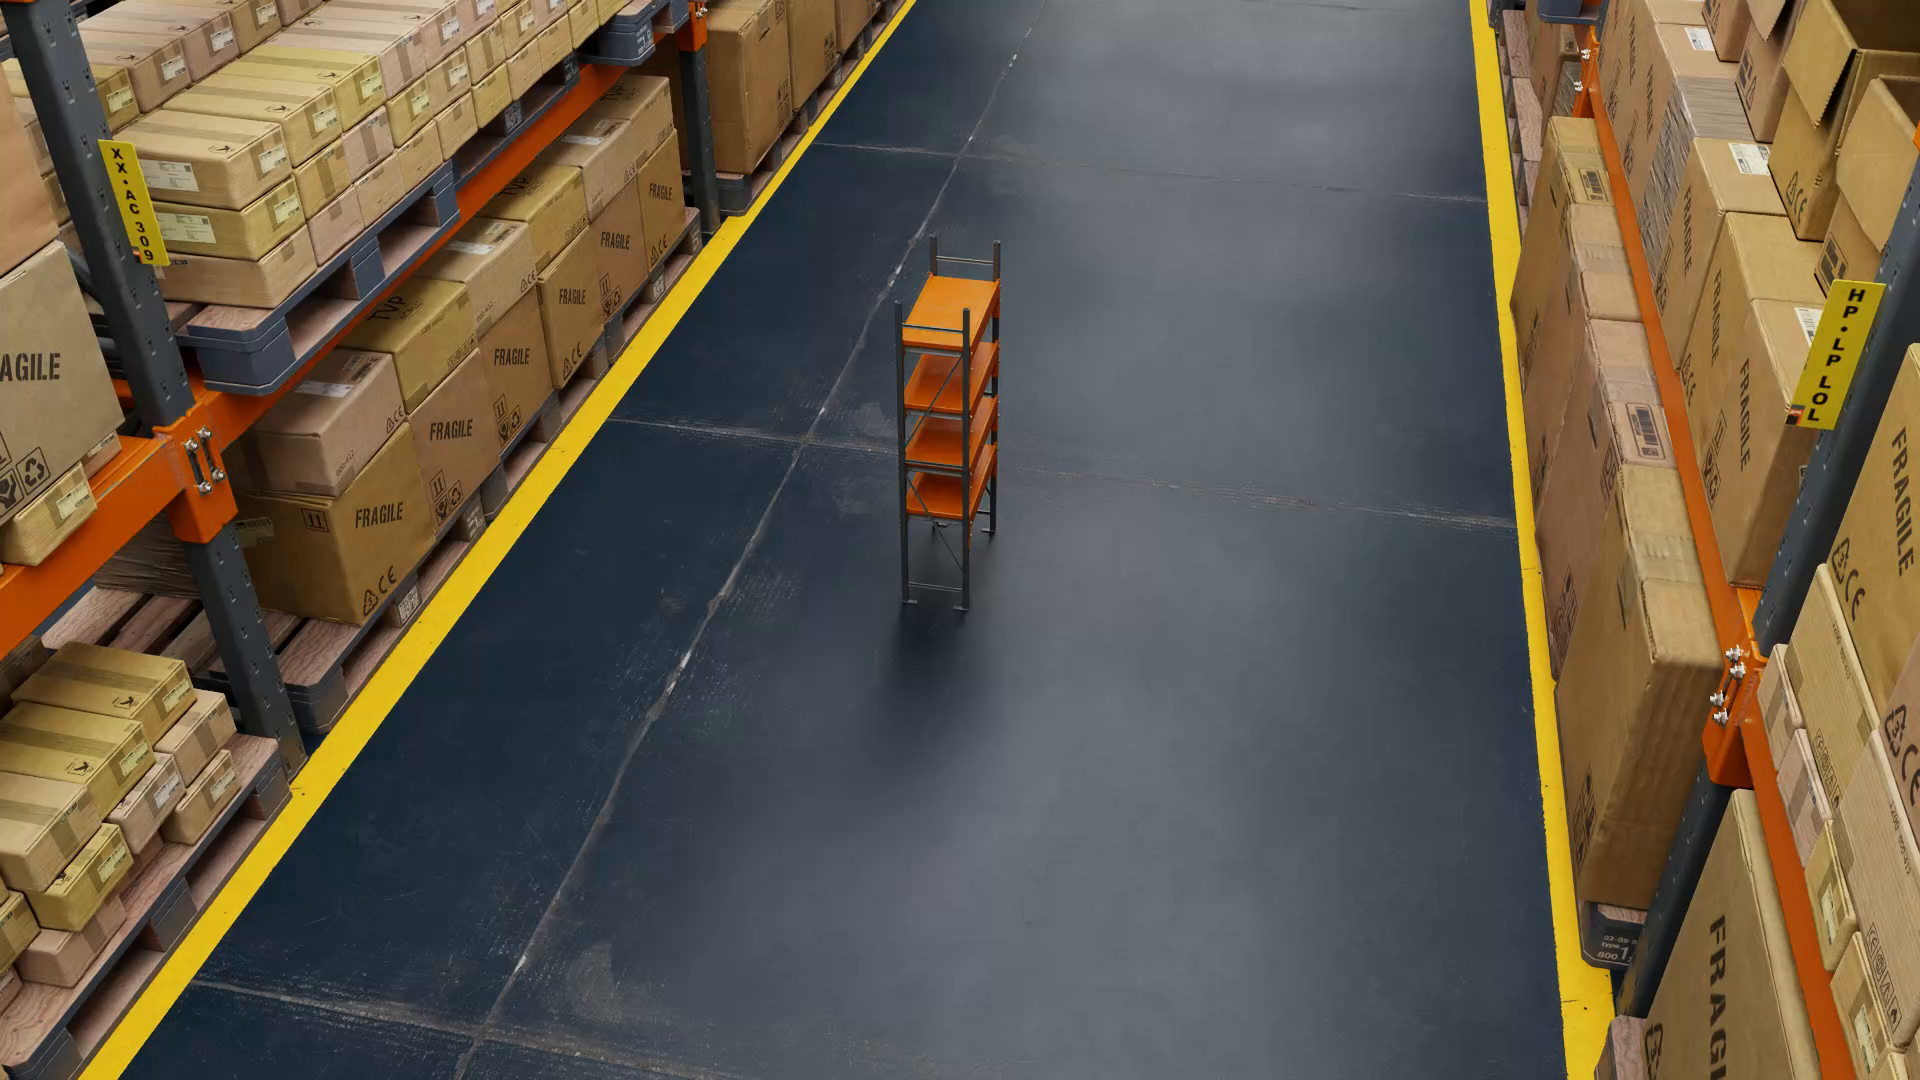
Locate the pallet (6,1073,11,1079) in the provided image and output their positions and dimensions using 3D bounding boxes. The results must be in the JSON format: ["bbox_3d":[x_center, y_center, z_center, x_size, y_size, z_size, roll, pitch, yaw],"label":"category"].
[{"bbox_3d":[-2.936,1.679,3.754,1.003,0.211,1.213,7,37,10],"label":"pallet"}]

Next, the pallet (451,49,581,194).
[{"bbox_3d":[-2.097,-1.617,6.088,1.003,0.211,1.213,7,37,10],"label":"pallet"}]

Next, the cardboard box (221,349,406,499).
[{"bbox_3d":[-2.153,-0.393,5.370,0.500,0.250,0.500,6,36,8],"label":"cardboard box"}]

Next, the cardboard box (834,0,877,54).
[{"bbox_3d":[-1.115,-3.467,10.037,1.050,0.750,0.750,7,37,10],"label":"cardboard box"}]

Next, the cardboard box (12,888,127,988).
[{"bbox_3d":[-2.450,1.009,4.374,0.380,0.149,0.250,6,36,8],"label":"cardboard box"}]

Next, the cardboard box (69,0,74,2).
[{"bbox_3d":[-6.124,-3.684,10.658,0.950,0.372,0.625,8,37,12],"label":"cardboard box"}]

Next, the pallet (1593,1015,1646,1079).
[{"bbox_3d":[2.016,1.694,3.733,1.003,0.211,1.213,7,37,10],"label":"pallet"}]

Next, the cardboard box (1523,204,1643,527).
[{"bbox_3d":[2.744,-0.561,5.921,1.225,0.875,0.875,7,37,10],"label":"cardboard box"}]

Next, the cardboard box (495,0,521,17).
[{"bbox_3d":[-1.706,-1.915,5.685,0.380,0.149,0.250,8,37,11],"label":"cardboard box"}]

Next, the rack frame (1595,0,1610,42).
[{"bbox_3d":[3.109,-2.155,6.667,1.000,3.000,0.127,7,37,10],"label":"rack frame"}]

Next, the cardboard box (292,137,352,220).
[{"bbox_3d":[-1.982,-1.047,4.741,0.380,0.149,0.250,7,36,9],"label":"cardboard box"}]

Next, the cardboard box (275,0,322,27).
[{"bbox_3d":[-2.395,-1.852,5.599,0.380,0.149,0.250,6,36,8],"label":"cardboard box"}]

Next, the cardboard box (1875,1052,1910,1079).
[{"bbox_3d":[1.646,0.968,2.573,0.380,0.149,0.250,7,36,9],"label":"cardboard box"}]

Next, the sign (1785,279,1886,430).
[{"bbox_3d":[1.723,-0.361,3.272,0.100,0.325,0.005,7,37,10],"label":"sign"}]

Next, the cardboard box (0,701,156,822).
[{"bbox_3d":[-2.407,0.590,4.444,0.380,0.149,0.250,8,37,11],"label":"cardboard box"}]

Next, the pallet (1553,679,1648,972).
[{"bbox_3d":[2.346,0.816,4.945,1.003,0.211,1.213,7,37,10],"label":"pallet"}]

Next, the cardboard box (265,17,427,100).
[{"bbox_3d":[-1.869,-1.469,5.070,0.380,0.149,0.250,7,36,9],"label":"cardboard box"}]

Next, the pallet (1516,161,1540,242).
[{"bbox_3d":[3.278,-1.473,8.103,1.003,0.211,1.213,7,37,10],"label":"pallet"}]

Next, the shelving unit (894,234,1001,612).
[{"bbox_3d":[-0.035,-0.391,5.767,0.258,1.200,0.503,7,37,10],"label":"shelving unit"}]

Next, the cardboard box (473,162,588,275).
[{"bbox_3d":[-1.826,-1.291,6.608,0.500,0.250,0.500,8,37,11],"label":"cardboard box"}]

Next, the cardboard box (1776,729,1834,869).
[{"bbox_3d":[1.811,0.519,3.192,0.380,0.149,0.250,6,36,8],"label":"cardboard box"}]

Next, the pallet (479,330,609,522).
[{"bbox_3d":[-2.146,-0.560,6.843,1.003,0.211,1.213,7,37,10],"label":"pallet"}]

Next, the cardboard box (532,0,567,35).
[{"bbox_3d":[-1.649,-1.943,5.978,0.380,0.149,0.250,8,37,11],"label":"cardboard box"}]

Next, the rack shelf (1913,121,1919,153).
[{"bbox_3d":[2.682,-1.931,4.416,1.077,0.370,4.000,7,37,10],"label":"rack shelf"}]

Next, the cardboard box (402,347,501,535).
[{"bbox_3d":[-2.041,-0.393,6.008,0.500,0.500,0.500,9,37,12],"label":"cardboard box"}]

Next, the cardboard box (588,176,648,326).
[{"bbox_3d":[-1.714,-1.285,7.239,0.500,0.500,0.500,9,37,12],"label":"cardboard box"}]

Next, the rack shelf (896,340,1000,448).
[{"bbox_3d":[-0.035,-0.518,5.675,0.258,0.148,0.480,7,37,10],"label":"rack shelf"}]

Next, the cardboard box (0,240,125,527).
[{"bbox_3d":[-2.396,-0.389,3.892,0.500,0.500,0.500,7,37,10],"label":"cardboard box"}]

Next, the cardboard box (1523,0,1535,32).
[{"bbox_3d":[3.812,-3.265,9.953,0.700,0.500,0.500,5,36,6],"label":"cardboard box"}]

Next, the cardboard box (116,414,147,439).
[{"bbox_3d":[-2.657,-0.461,5.464,0.500,0.250,0.500,6,36,9],"label":"cardboard box"}]

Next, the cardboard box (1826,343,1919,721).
[{"bbox_3d":[1.903,0.018,2.905,0.500,0.500,0.500,7,37,10],"label":"cardboard box"}]

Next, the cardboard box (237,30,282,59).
[{"bbox_3d":[-2.455,-1.582,5.480,0.380,0.149,0.250,6,36,8],"label":"cardboard box"}]

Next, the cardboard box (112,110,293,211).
[{"bbox_3d":[-2.036,-1.019,4.449,0.380,0.149,0.250,9,37,12],"label":"cardboard box"}]

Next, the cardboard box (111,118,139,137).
[{"bbox_3d":[-2.622,-1.134,4.861,0.380,0.149,0.250,8,37,10],"label":"cardboard box"}]

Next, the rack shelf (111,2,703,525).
[{"bbox_3d":[-2.142,-1.396,6.234,1.077,0.370,4.000,7,37,10],"label":"rack shelf"}]

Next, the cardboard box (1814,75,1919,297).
[{"bbox_3d":[2.383,-0.675,3.686,0.797,0.503,0.637,6,36,9],"label":"cardboard box"}]

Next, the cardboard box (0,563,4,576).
[{"bbox_3d":[-2.465,0.061,3.824,0.380,0.149,0.250,9,37,12],"label":"cardboard box"}]

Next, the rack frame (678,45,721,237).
[{"bbox_3d":[-1.715,-2.834,7.605,1.000,3.000,0.127,7,37,10],"label":"rack frame"}]

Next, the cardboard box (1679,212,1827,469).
[{"bbox_3d":[2.200,-0.487,4.281,0.500,0.500,0.500,8,37,11],"label":"cardboard box"}]

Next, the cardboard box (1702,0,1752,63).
[{"bbox_3d":[2.795,-1.811,5.253,0.797,0.503,0.637,8,37,11],"label":"cardboard box"}]

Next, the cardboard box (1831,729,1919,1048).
[{"bbox_3d":[1.788,0.600,2.741,0.500,0.250,0.500,7,37,10],"label":"cardboard box"}]

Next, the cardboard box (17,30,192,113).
[{"bbox_3d":[-2.560,-1.407,4.984,0.380,0.149,0.250,6,36,8],"label":"cardboard box"}]

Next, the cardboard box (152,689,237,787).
[{"bbox_3d":[-2.326,0.543,4.763,0.380,0.149,0.250,8,37,11],"label":"cardboard box"}]

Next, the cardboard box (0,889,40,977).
[{"bbox_3d":[-2.561,0.987,4.150,0.380,0.149,0.250,8,37,10],"label":"cardboard box"}]

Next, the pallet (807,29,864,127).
[{"bbox_3d":[-1.210,-2.845,9.996,1.003,0.211,1.213,7,37,10],"label":"pallet"}]

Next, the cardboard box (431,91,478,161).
[{"bbox_3d":[-1.816,-1.370,5.440,0.380,0.149,0.250,6,36,8],"label":"cardboard box"}]

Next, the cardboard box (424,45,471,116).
[{"bbox_3d":[-1.817,-1.499,5.365,0.380,0.149,0.250,9,37,12],"label":"cardboard box"}]

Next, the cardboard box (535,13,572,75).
[{"bbox_3d":[-1.650,-1.828,6.072,0.380,0.149,0.250,8,37,11],"label":"cardboard box"}]

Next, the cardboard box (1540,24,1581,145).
[{"bbox_3d":[3.453,-2.353,8.695,0.700,0.500,0.500,10,37,14],"label":"cardboard box"}]

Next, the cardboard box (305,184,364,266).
[{"bbox_3d":[-1.982,-0.937,4.843,0.380,0.149,0.250,8,37,11],"label":"cardboard box"}]

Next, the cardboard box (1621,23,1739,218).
[{"bbox_3d":[2.526,-1.361,5.486,0.500,0.500,0.500,7,36,9],"label":"cardboard box"}]

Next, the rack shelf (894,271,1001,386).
[{"bbox_3d":[-0.035,-0.709,5.536,0.258,0.148,0.480,7,37,10],"label":"rack shelf"}]

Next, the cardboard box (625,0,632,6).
[{"bbox_3d":[-1.480,-2.273,6.686,0.380,0.149,0.250,8,37,11],"label":"cardboard box"}]
